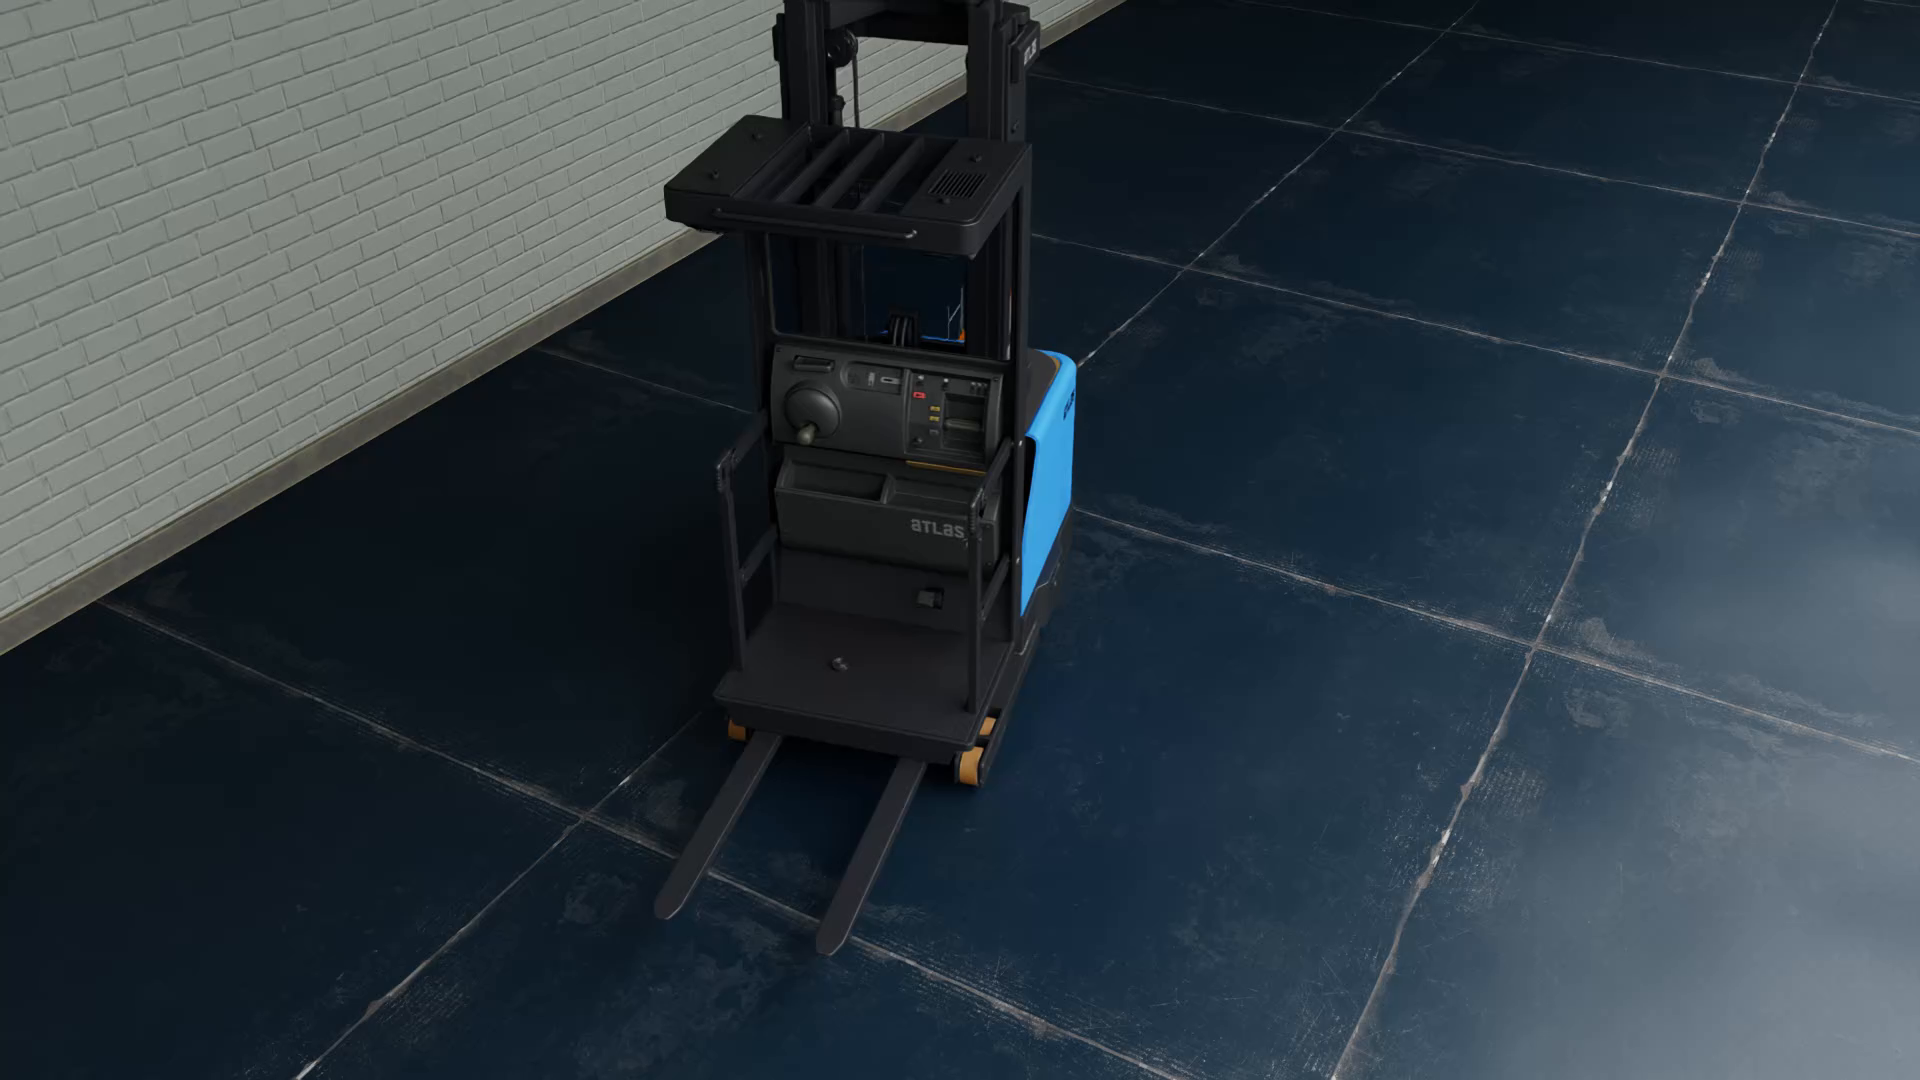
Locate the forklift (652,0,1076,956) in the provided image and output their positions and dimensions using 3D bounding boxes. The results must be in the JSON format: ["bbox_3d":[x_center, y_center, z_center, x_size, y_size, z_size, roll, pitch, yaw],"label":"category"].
[{"bbox_3d":[-0.349,-0.465,6.304,1.130,2.935,3.031,9,35,13],"label":"forklift"}]

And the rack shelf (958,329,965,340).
[{"bbox_3d":[0.068,-0.900,7.950,0.180,0.103,0.258,9,35,13],"label":"rack shelf"}]

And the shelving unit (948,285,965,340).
[{"bbox_3d":[0.068,-0.637,8.124,0.189,1.200,0.258,9,35,13],"label":"shelving unit"}]

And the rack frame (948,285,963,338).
[{"bbox_3d":[-0.020,-0.651,8.145,0.006,1.200,0.240,9,35,13],"label":"rack frame"}]
